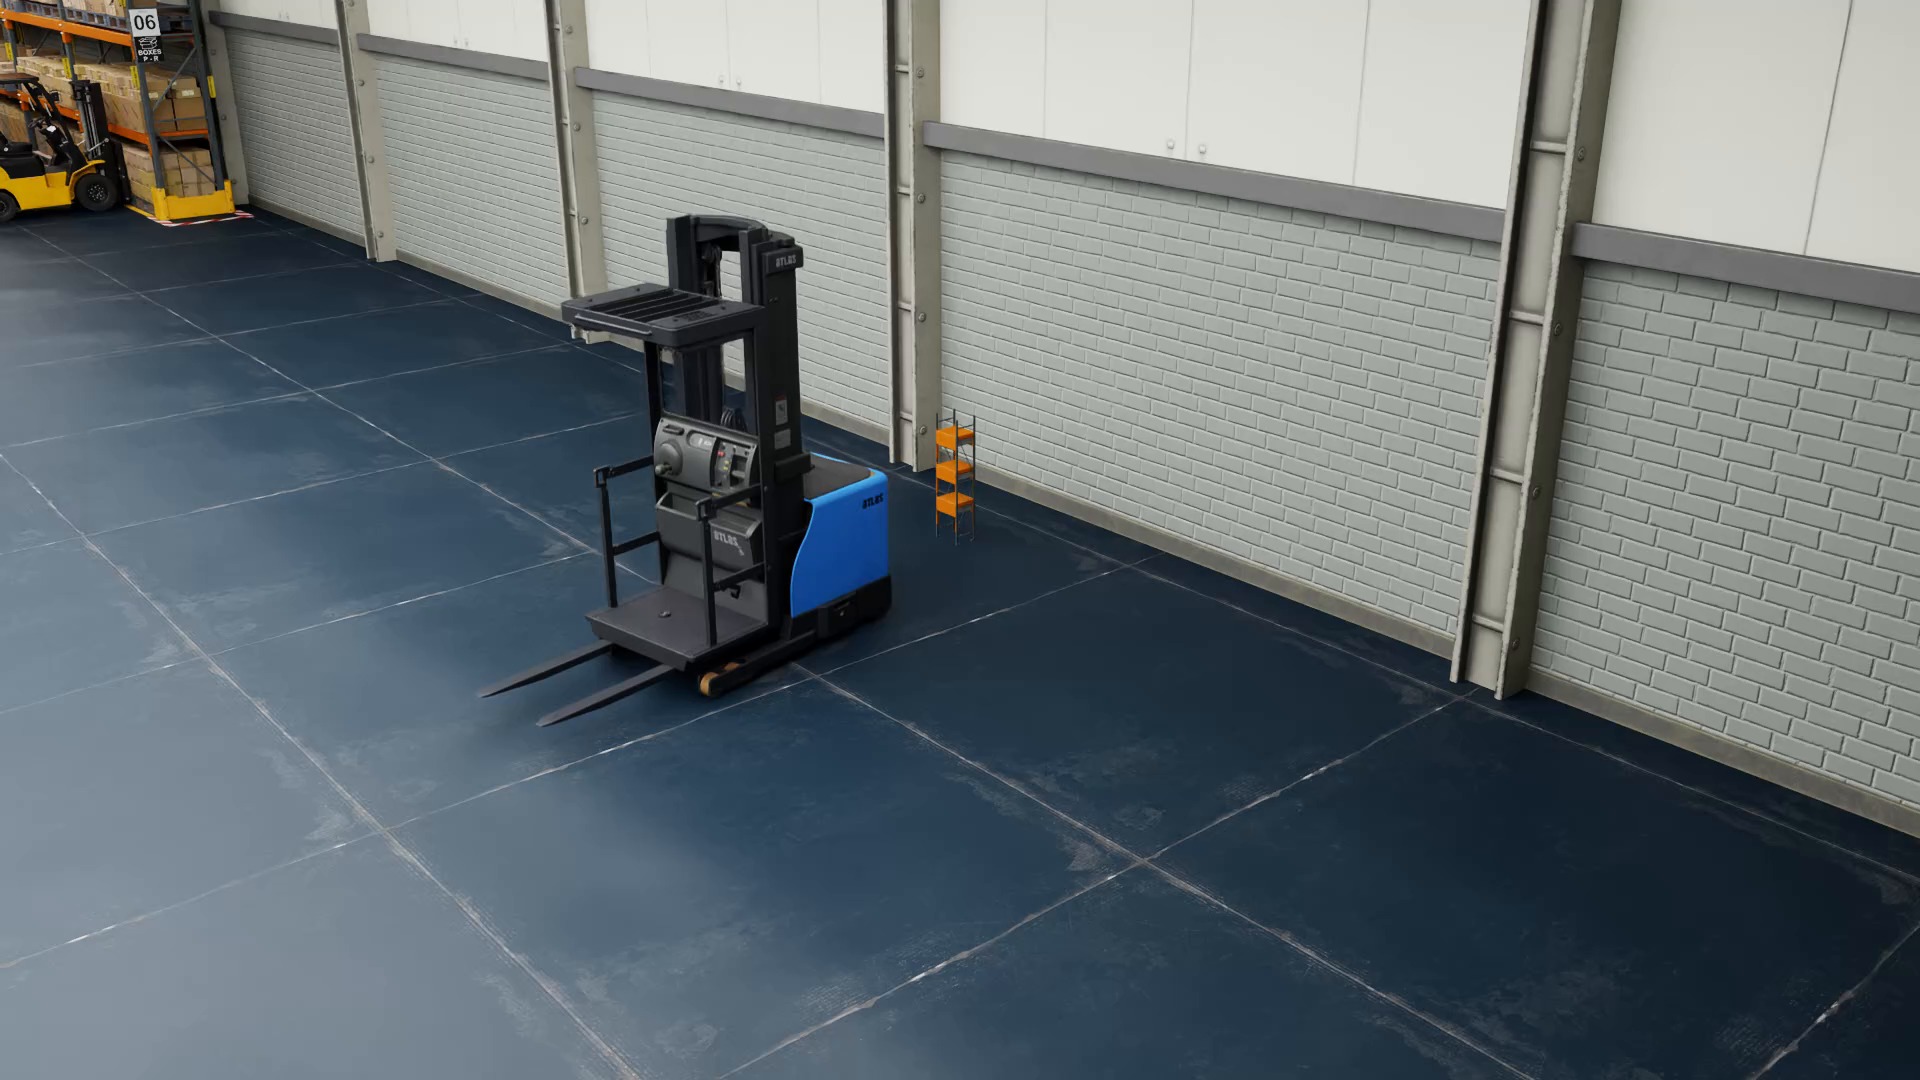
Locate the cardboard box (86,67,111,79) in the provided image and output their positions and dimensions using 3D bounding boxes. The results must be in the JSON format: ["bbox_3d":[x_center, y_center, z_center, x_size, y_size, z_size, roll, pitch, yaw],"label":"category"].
[{"bbox_3d":[-14.509,-7.887,28.072,0.380,0.149,0.250,-17,27,-36],"label":"cardboard box"}]

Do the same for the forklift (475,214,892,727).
[{"bbox_3d":[-1.820,-0.539,10.840,1.130,2.935,3.031,17,27,36],"label":"forklift"}]

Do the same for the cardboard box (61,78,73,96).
[{"bbox_3d":[-15.509,-8.011,29.344,0.500,0.250,0.500,-18,28,-39],"label":"cardboard box"}]

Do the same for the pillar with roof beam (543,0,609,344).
[{"bbox_3d":[-7.584,-5.528,15.258,9.100,9.000,0.400,-17,27,-37],"label":"pillar with roof beam"}]

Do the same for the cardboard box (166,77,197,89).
[{"bbox_3d":[-12.441,-7.298,26.571,0.380,0.149,0.250,-18,28,-38],"label":"cardboard box"}]

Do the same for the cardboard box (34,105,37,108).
[{"bbox_3d":[-18.595,-8.774,33.736,0.380,0.149,0.250,-17,27,-37],"label":"cardboard box"}]

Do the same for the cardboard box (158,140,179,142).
[{"bbox_3d":[-13.531,-6.647,28.167,0.500,0.250,0.500,-18,28,-38],"label":"cardboard box"}]

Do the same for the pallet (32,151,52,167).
[{"bbox_3d":[-17.098,-7.343,31.942,1.003,0.211,1.213,-17,27,-37],"label":"pallet"}]

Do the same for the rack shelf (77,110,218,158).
[{"bbox_3d":[-13.689,-6.885,27.937,1.077,0.370,4.000,-17,27,-37],"label":"rack shelf"}]

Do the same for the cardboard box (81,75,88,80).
[{"bbox_3d":[-14.816,-7.900,28.513,0.380,0.149,0.250,-17,27,-36],"label":"cardboard box"}]

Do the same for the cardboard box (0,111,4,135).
[{"bbox_3d":[-19.394,-8.544,34.036,0.500,0.500,0.500,-18,28,-39],"label":"cardboard box"}]

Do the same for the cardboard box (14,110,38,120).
[{"bbox_3d":[-18.322,-8.356,32.667,0.380,0.149,0.250,-19,28,-40],"label":"cardboard box"}]

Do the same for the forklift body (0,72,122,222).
[{"bbox_3d":[-15.004,-6.362,26.778,2.313,2.155,1.214,-17,27,-37],"label":"forklift body"}]

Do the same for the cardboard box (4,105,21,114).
[{"bbox_3d":[-18.964,-8.661,33.446,0.380,0.149,0.250,-19,28,-40],"label":"cardboard box"}]

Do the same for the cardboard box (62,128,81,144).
[{"bbox_3d":[-15.845,-7.220,30.486,0.875,0.625,0.625,-18,28,-38],"label":"cardboard box"}]

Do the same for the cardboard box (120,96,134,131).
[{"bbox_3d":[-13.236,-6.933,26.936,0.500,0.500,0.500,-16,27,-36],"label":"cardboard box"}]

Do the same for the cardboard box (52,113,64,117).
[{"bbox_3d":[-17.710,-8.430,32.856,0.380,0.149,0.250,-16,26,-35],"label":"cardboard box"}]

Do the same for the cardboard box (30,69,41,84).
[{"bbox_3d":[-16.847,-8.573,30.779,0.500,0.250,0.500,-18,28,-39],"label":"cardboard box"}]

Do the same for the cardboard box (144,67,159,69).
[{"bbox_3d":[-13.746,-7.882,28.061,0.380,0.149,0.250,-18,28,-38],"label":"cardboard box"}]

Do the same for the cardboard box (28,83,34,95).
[{"bbox_3d":[-17.177,-8.487,31.246,0.500,0.250,0.500,-18,28,-39],"label":"cardboard box"}]

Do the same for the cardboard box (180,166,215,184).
[{"bbox_3d":[-12.533,-5.995,27.186,0.500,0.250,0.500,-17,27,-36],"label":"cardboard box"}]

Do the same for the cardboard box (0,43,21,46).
[{"bbox_3d":[-19.220,-9.678,33.369,0.700,0.500,0.500,-18,27,-38],"label":"cardboard box"}]

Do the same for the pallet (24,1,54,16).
[{"bbox_3d":[-16.363,-9.712,30.314,1.003,0.211,1.213,-16,26,-35],"label":"pallet"}]

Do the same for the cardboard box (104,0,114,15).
[{"bbox_3d":[-13.320,-8.471,26.356,0.396,0.266,0.258,-17,27,-37],"label":"cardboard box"}]

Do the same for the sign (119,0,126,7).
[{"bbox_3d":[-12.804,-8.314,25.381,0.100,0.325,0.005,-17,27,-37],"label":"sign"}]

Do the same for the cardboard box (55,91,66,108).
[{"bbox_3d":[-15.854,-7.918,29.791,0.500,0.250,0.500,-18,27,-38],"label":"cardboard box"}]

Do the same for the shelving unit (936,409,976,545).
[{"bbox_3d":[-0.035,-0.504,13.330,0.215,1.050,0.252,-17,27,-37],"label":"shelving unit"}]

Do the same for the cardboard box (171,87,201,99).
[{"bbox_3d":[-12.409,-7.172,26.655,0.380,0.149,0.250,-18,28,-39],"label":"cardboard box"}]

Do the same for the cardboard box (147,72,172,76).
[{"bbox_3d":[-13.111,-7.587,27.308,0.380,0.149,0.250,-16,27,-36],"label":"cardboard box"}]

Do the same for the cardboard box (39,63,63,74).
[{"bbox_3d":[-16.474,-8.564,30.209,0.380,0.149,0.250,-18,28,-39],"label":"cardboard box"}]

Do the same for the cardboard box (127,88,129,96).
[{"bbox_3d":[-13.135,-7.195,26.715,0.380,0.149,0.250,-17,27,-36],"label":"cardboard box"}]

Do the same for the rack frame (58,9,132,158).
[{"bbox_3d":[-14.995,-7.773,29.216,1.000,3.000,0.127,-17,27,-37],"label":"rack frame"}]

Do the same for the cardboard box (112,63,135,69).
[{"bbox_3d":[-14.425,-8.164,28.782,0.380,0.149,0.250,-18,28,-39],"label":"cardboard box"}]

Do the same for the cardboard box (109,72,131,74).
[{"bbox_3d":[-13.783,-7.626,27.407,0.380,0.149,0.250,-17,27,-37],"label":"cardboard box"}]

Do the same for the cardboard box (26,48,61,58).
[{"bbox_3d":[-17.823,-9.299,32.401,0.500,0.500,0.500,-16,26,-35],"label":"cardboard box"}]

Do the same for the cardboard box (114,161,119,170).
[{"bbox_3d":[-13.934,-6.294,27.949,0.500,0.250,0.500,-18,27,-38],"label":"cardboard box"}]

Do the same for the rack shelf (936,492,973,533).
[{"bbox_3d":[-0.035,-0.235,13.436,0.215,0.259,0.240,-17,27,-37],"label":"rack shelf"}]

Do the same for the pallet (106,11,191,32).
[{"bbox_3d":[-12.826,-8.225,26.378,1.003,0.211,1.213,-17,27,-37],"label":"pallet"}]

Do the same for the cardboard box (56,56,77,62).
[{"bbox_3d":[-16.862,-9.053,31.459,0.380,0.149,0.250,-17,27,-37],"label":"cardboard box"}]

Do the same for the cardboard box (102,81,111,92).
[{"bbox_3d":[-13.992,-7.539,27.592,0.380,0.149,0.250,-18,28,-38],"label":"cardboard box"}]

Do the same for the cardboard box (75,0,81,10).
[{"bbox_3d":[-14.430,-8.886,27.577,0.380,0.149,0.250,-16,27,-36],"label":"cardboard box"}]

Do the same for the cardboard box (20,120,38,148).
[{"bbox_3d":[-18.045,-7.975,32.585,0.500,0.500,0.500,-16,27,-36],"label":"cardboard box"}]

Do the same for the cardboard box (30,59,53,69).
[{"bbox_3d":[-17.078,-8.861,30.968,0.380,0.149,0.250,-17,27,-37],"label":"cardboard box"}]

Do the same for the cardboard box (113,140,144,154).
[{"bbox_3d":[-13.920,-6.520,27.841,0.500,0.250,0.500,-18,28,-38],"label":"cardboard box"}]

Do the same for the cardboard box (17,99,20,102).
[{"bbox_3d":[-19.417,-9.147,34.687,0.380,0.149,0.250,-17,27,-37],"label":"cardboard box"}]

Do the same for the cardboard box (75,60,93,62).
[{"bbox_3d":[-16.223,-8.765,30.724,0.380,0.149,0.250,-16,27,-36],"label":"cardboard box"}]

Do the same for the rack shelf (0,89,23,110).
[{"bbox_3d":[-18.911,-9.096,33.580,1.077,0.370,4.000,-17,27,-37],"label":"rack shelf"}]

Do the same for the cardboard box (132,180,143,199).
[{"bbox_3d":[-13.247,-5.777,27.316,0.500,0.250,0.500,-17,27,-37],"label":"cardboard box"}]

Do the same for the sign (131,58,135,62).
[{"bbox_3d":[-14.575,-8.345,29.382,0.100,0.325,0.005,-17,27,-37],"label":"sign"}]

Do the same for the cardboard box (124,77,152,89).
[{"bbox_3d":[-13.153,-7.330,26.652,0.380,0.149,0.250,-17,27,-36],"label":"cardboard box"}]

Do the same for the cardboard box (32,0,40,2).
[{"bbox_3d":[-16.153,-9.724,29.495,0.500,0.311,0.500,-19,28,-39],"label":"cardboard box"}]

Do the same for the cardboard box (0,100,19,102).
[{"bbox_3d":[-19.579,-8.956,34.198,0.380,0.149,0.250,-18,28,-38],"label":"cardboard box"}]

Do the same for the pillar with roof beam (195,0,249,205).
[{"bbox_3d":[-15.417,-8.843,23.723,9.100,9.000,0.400,-17,27,-37],"label":"pillar with roof beam"}]
